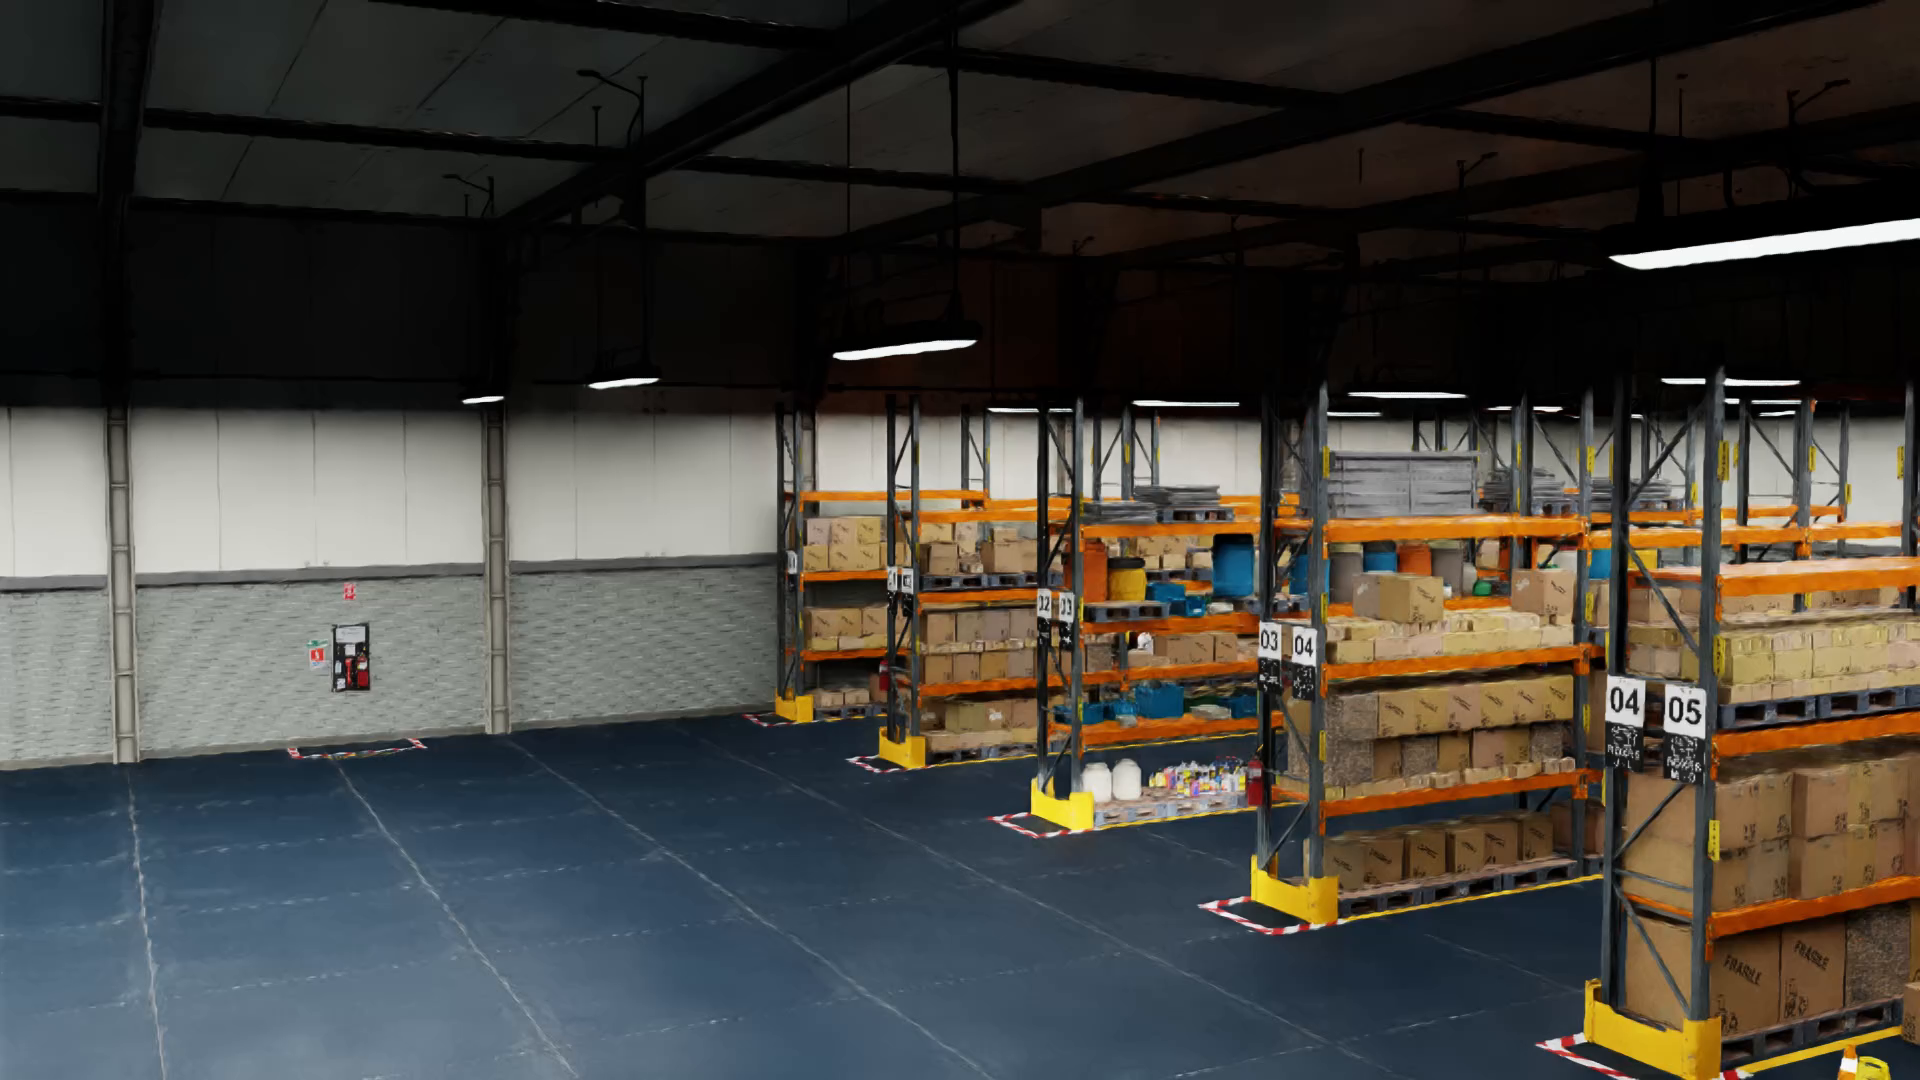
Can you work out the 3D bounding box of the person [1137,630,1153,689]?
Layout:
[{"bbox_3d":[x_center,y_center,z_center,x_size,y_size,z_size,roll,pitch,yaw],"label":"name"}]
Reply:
[{"bbox_3d":[3.723,2.471,33.229,0.362,1.727,0.538,2,4,36],"label":"person"}]
